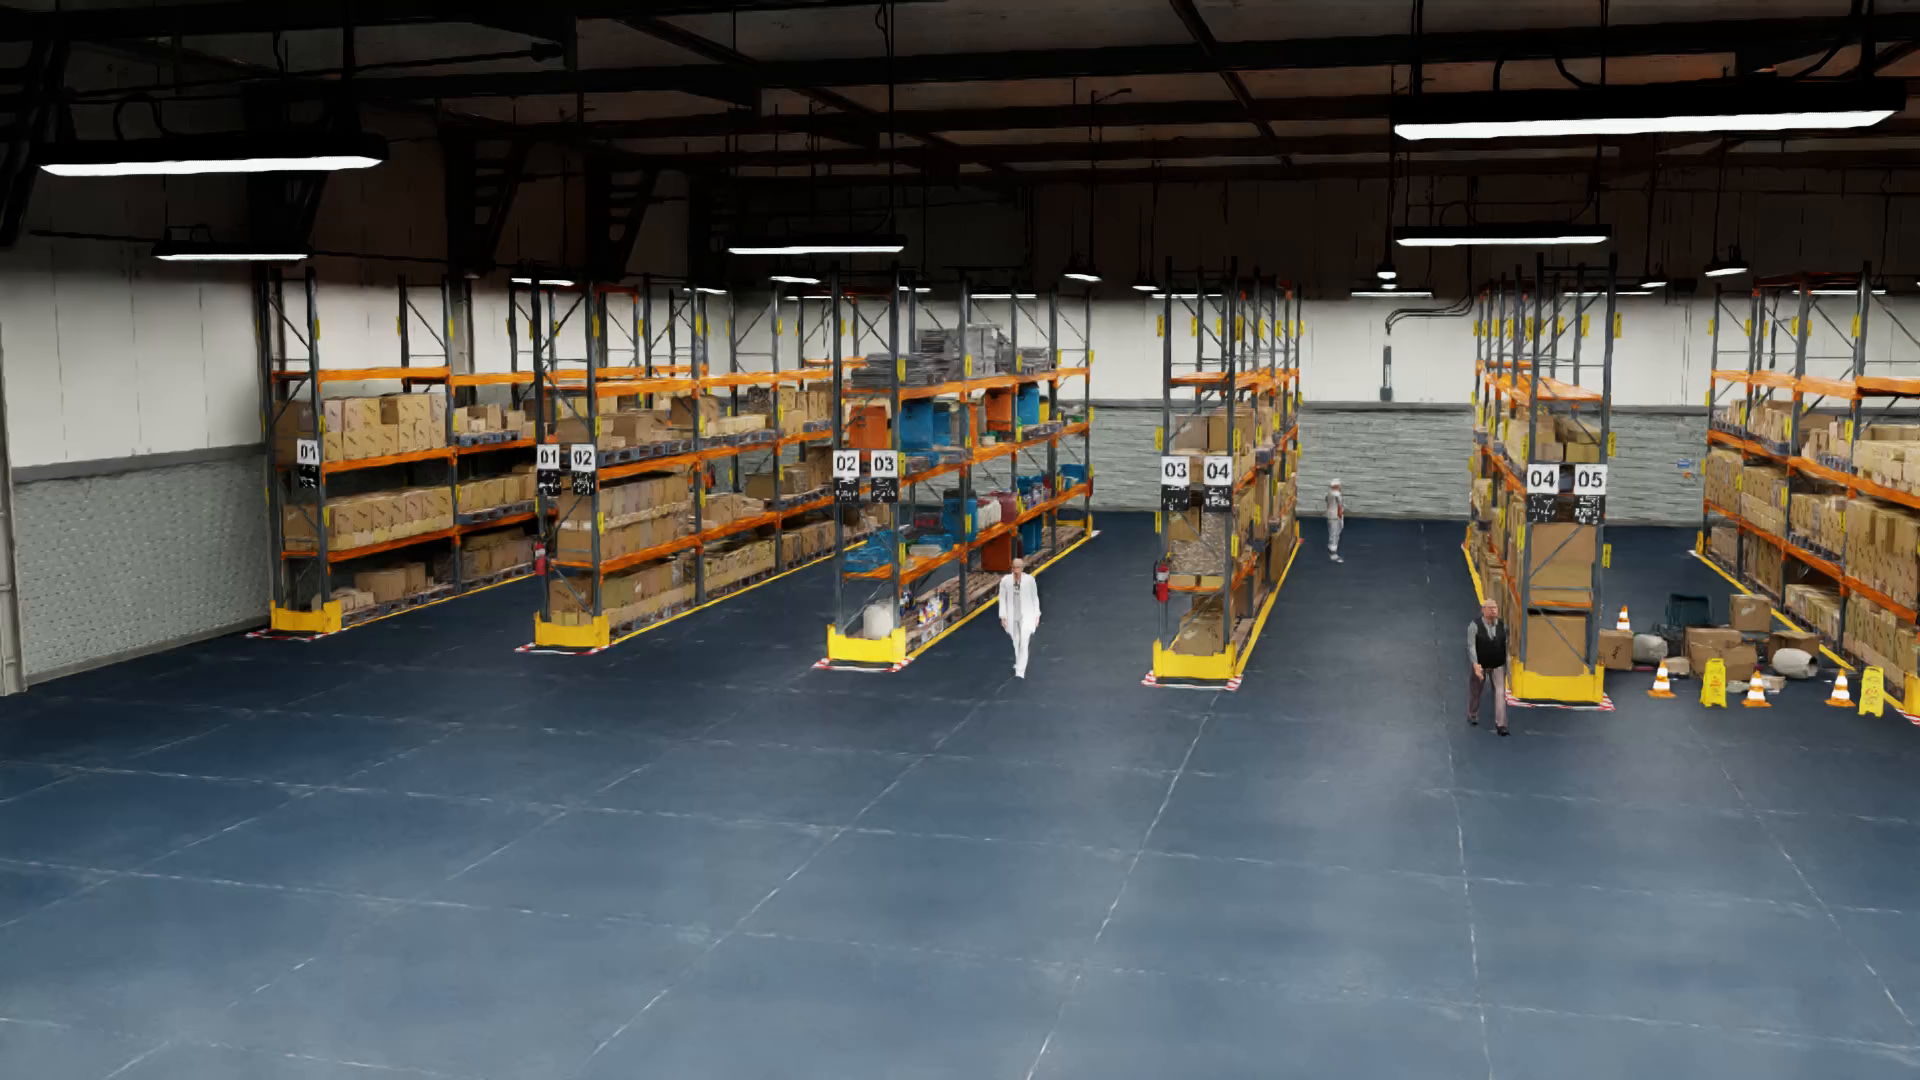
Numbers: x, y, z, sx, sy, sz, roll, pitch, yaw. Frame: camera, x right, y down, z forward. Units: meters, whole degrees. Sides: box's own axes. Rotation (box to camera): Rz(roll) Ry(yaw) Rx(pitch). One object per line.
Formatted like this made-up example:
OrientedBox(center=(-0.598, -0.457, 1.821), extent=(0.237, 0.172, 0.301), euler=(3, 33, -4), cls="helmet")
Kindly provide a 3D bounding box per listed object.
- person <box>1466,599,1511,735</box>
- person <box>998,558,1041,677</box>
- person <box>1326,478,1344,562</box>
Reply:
OrientedBox(center=(6.554, 1.555, 20.676), extent=(0.538, 1.664, 1.026), euler=(1, 7, 7), cls="person")
OrientedBox(center=(0.837, 1.107, 24.105), extent=(0.598, 1.668, 1.194), euler=(2, 8, 17), cls="person")
OrientedBox(center=(8.115, -0.443, 35.804), extent=(0.439, 1.787, 0.600), euler=(-2, 8, -15), cls="person")
